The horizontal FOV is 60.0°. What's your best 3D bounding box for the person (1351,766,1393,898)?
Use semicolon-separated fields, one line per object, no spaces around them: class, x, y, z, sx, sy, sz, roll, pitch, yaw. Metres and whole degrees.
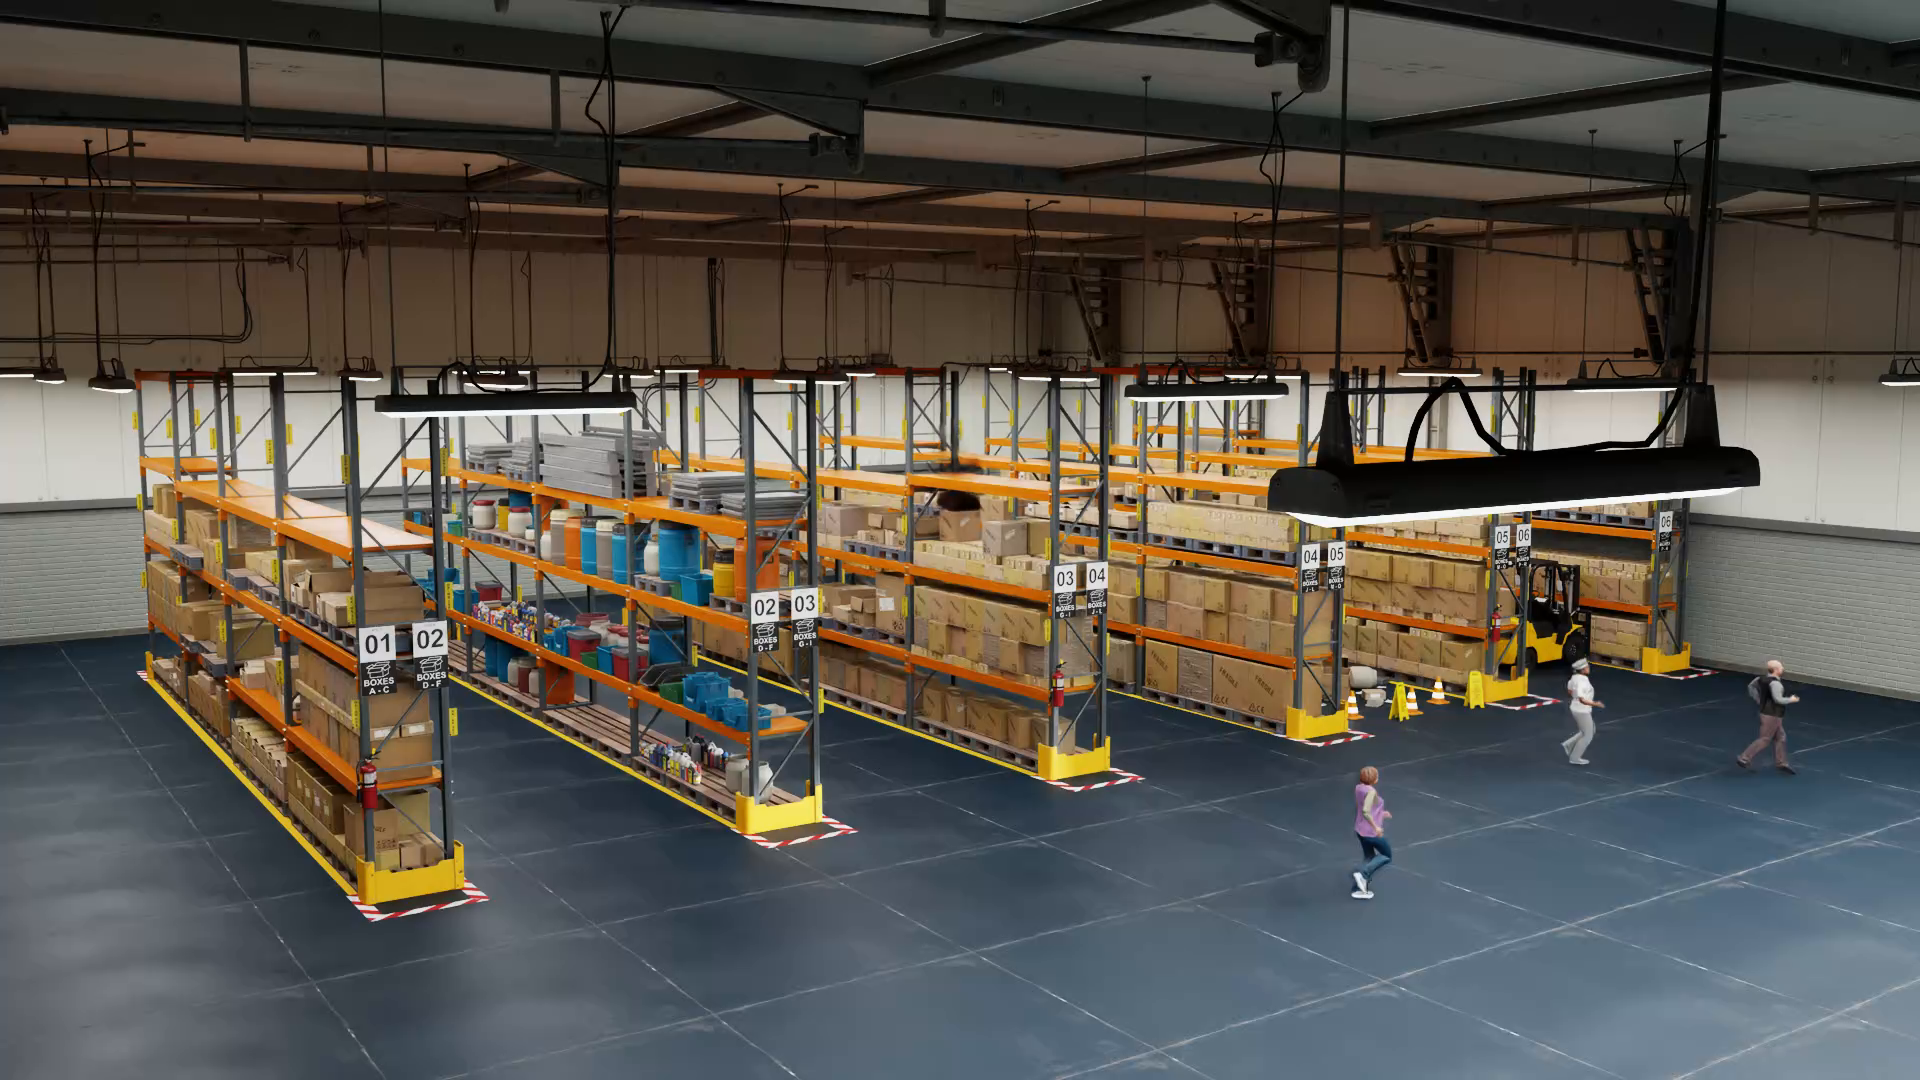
person;4.790;3.384;19.280;0.529;1.557;0.525;-2;7;-14

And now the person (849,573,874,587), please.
person;-2.587;0.714;42.053;0.961;1.731;0.764;3;7;24

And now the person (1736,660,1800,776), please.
person;12.089;2.662;24.824;0.882;1.755;0.650;2;7;14

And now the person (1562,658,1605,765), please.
person;9.590;2.625;25.558;0.568;1.654;0.570;1;7;10
